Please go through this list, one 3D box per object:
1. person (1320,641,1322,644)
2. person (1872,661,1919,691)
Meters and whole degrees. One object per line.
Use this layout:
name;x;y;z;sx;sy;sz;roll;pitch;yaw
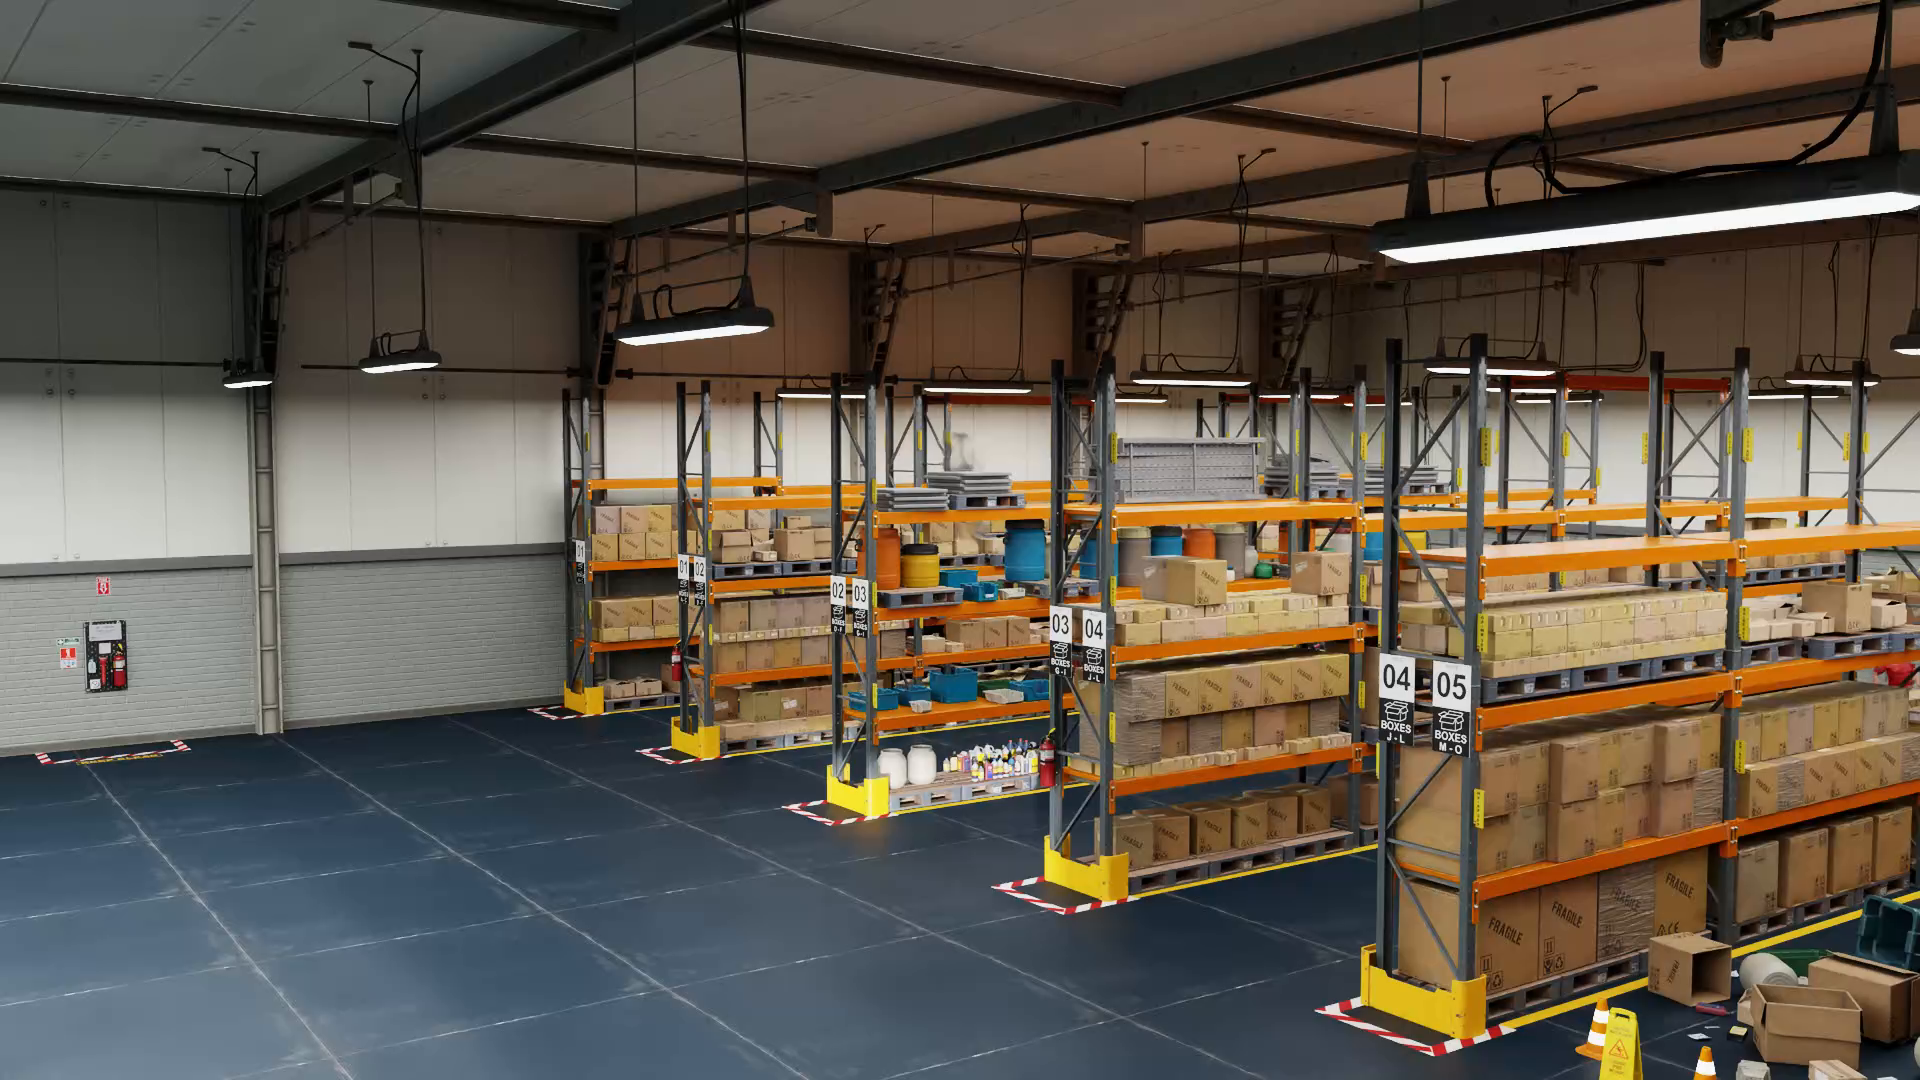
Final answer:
person;7.151;2.248;32.193;0.637;1.769;0.709;4;5;44
person;15.604;2.582;27.536;0.711;1.734;0.624;-1;4;-13
